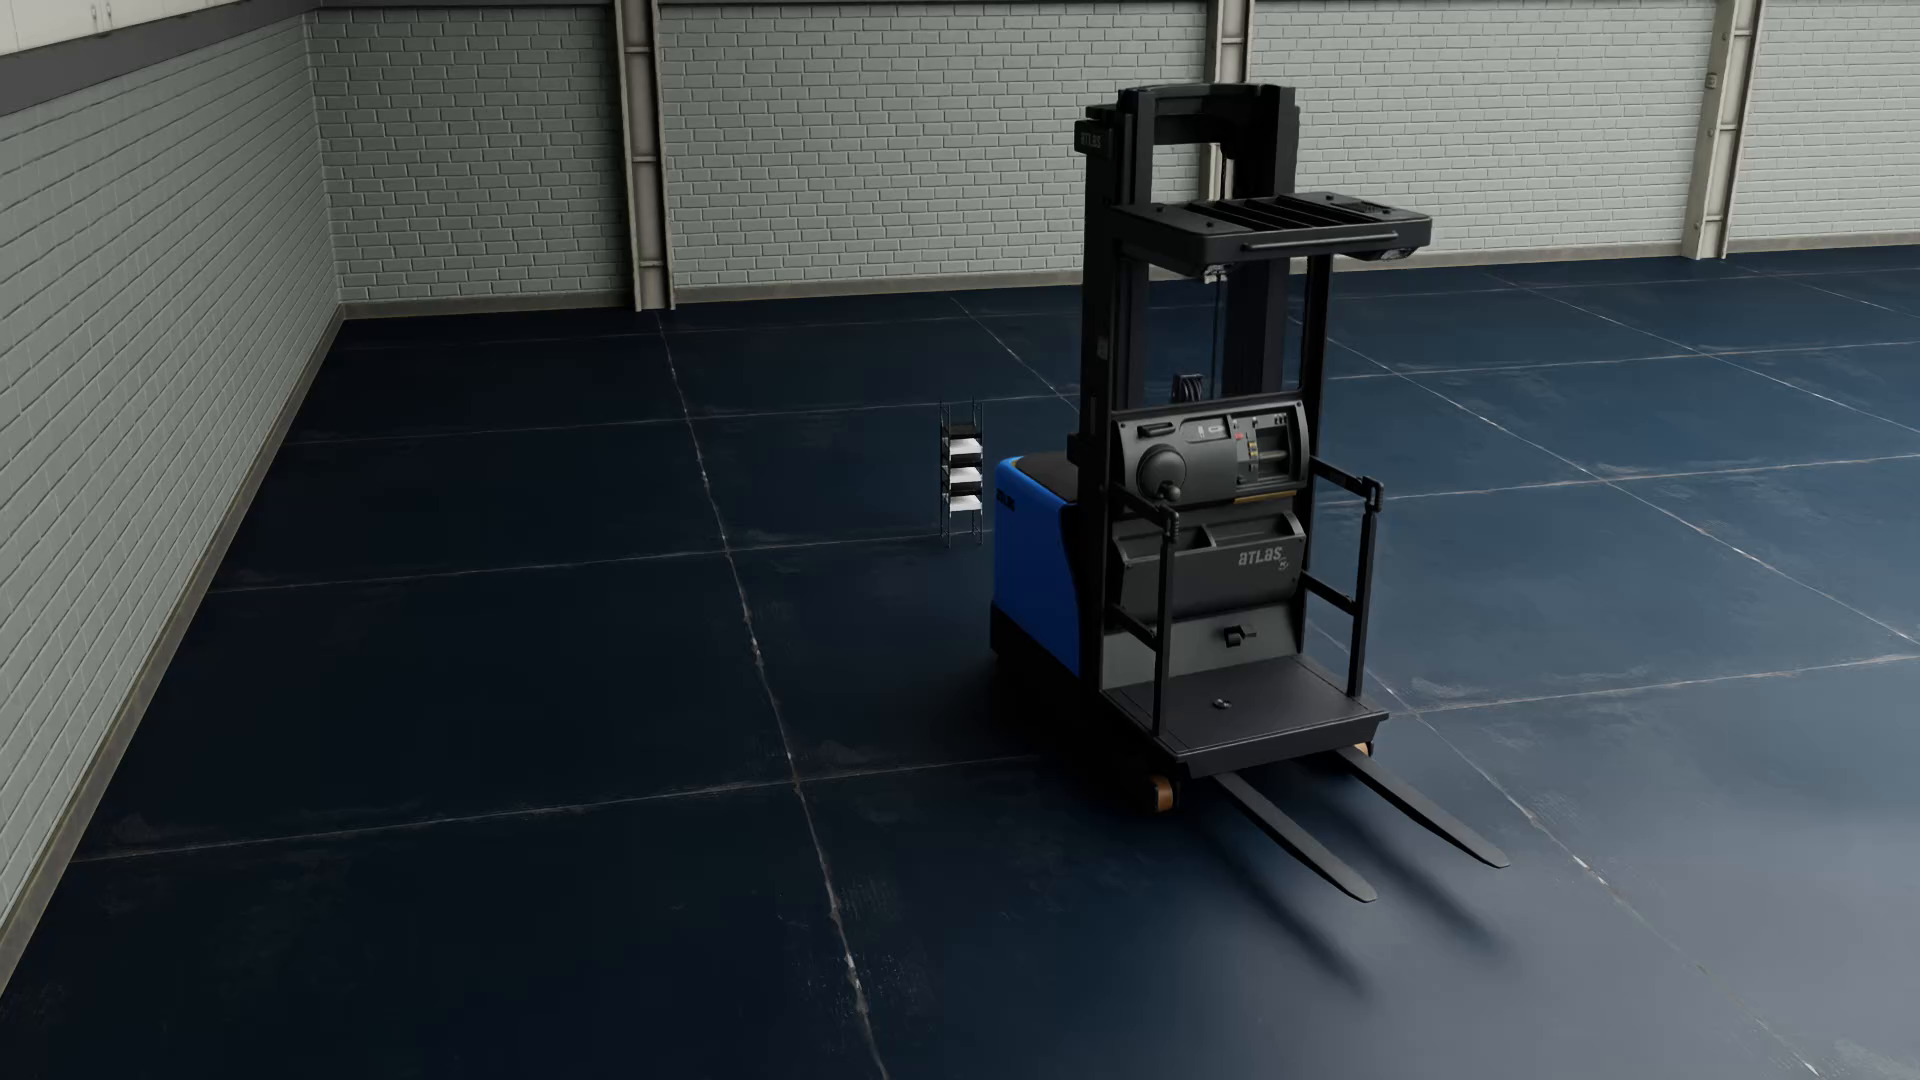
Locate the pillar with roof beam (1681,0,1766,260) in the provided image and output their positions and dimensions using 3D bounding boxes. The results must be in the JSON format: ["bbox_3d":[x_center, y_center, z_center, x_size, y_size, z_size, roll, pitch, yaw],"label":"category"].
[{"bbox_3d":[9.602,-6.071,13.806,0.400,9.000,9.100,-5,21,-12],"label":"pillar with roof beam"}]

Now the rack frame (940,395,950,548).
[{"bbox_3d":[-0.091,-0.415,10.140,0.006,0.900,0.240,-5,21,-12],"label":"rack frame"}]

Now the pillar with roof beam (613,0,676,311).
[{"bbox_3d":[-2.076,-5.122,11.213,0.400,9.000,9.100,-5,21,-12],"label":"pillar with roof beam"}]

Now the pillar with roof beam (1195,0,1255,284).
[{"bbox_3d":[3.763,-5.596,12.510,0.400,9.000,9.100,-5,21,-12],"label":"pillar with roof beam"}]

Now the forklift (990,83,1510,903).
[{"bbox_3d":[1.194,-0.372,7.068,1.130,2.935,3.031,-8,22,-21],"label":"forklift"}]

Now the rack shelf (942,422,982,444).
[{"bbox_3d":[0.008,-0.645,10.080,0.200,0.077,0.258,-5,21,-12],"label":"rack shelf"}]

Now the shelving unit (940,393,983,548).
[{"bbox_3d":[0.008,-0.423,10.162,0.210,0.900,0.258,-5,21,-12],"label":"shelving unit"}]

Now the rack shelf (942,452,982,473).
[{"bbox_3d":[0.008,-0.476,10.142,0.200,0.077,0.258,-5,21,-12],"label":"rack shelf"}]

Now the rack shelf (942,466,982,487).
[{"bbox_3d":[0.008,-0.392,10.173,0.200,0.077,0.258,-5,21,-12],"label":"rack shelf"}]

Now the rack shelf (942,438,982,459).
[{"bbox_3d":[0.008,-0.561,10.111,0.200,0.077,0.258,-5,21,-12],"label":"rack shelf"}]

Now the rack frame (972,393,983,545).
[{"bbox_3d":[0.107,-0.431,10.184,0.006,0.900,0.240,-5,21,-12],"label":"rack frame"}]

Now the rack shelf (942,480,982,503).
[{"bbox_3d":[0.008,-0.307,10.204,0.200,0.077,0.258,-5,21,-12],"label":"rack shelf"}]

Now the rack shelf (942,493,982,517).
[{"bbox_3d":[0.008,-0.223,10.235,0.200,0.077,0.258,-5,21,-12],"label":"rack shelf"}]
